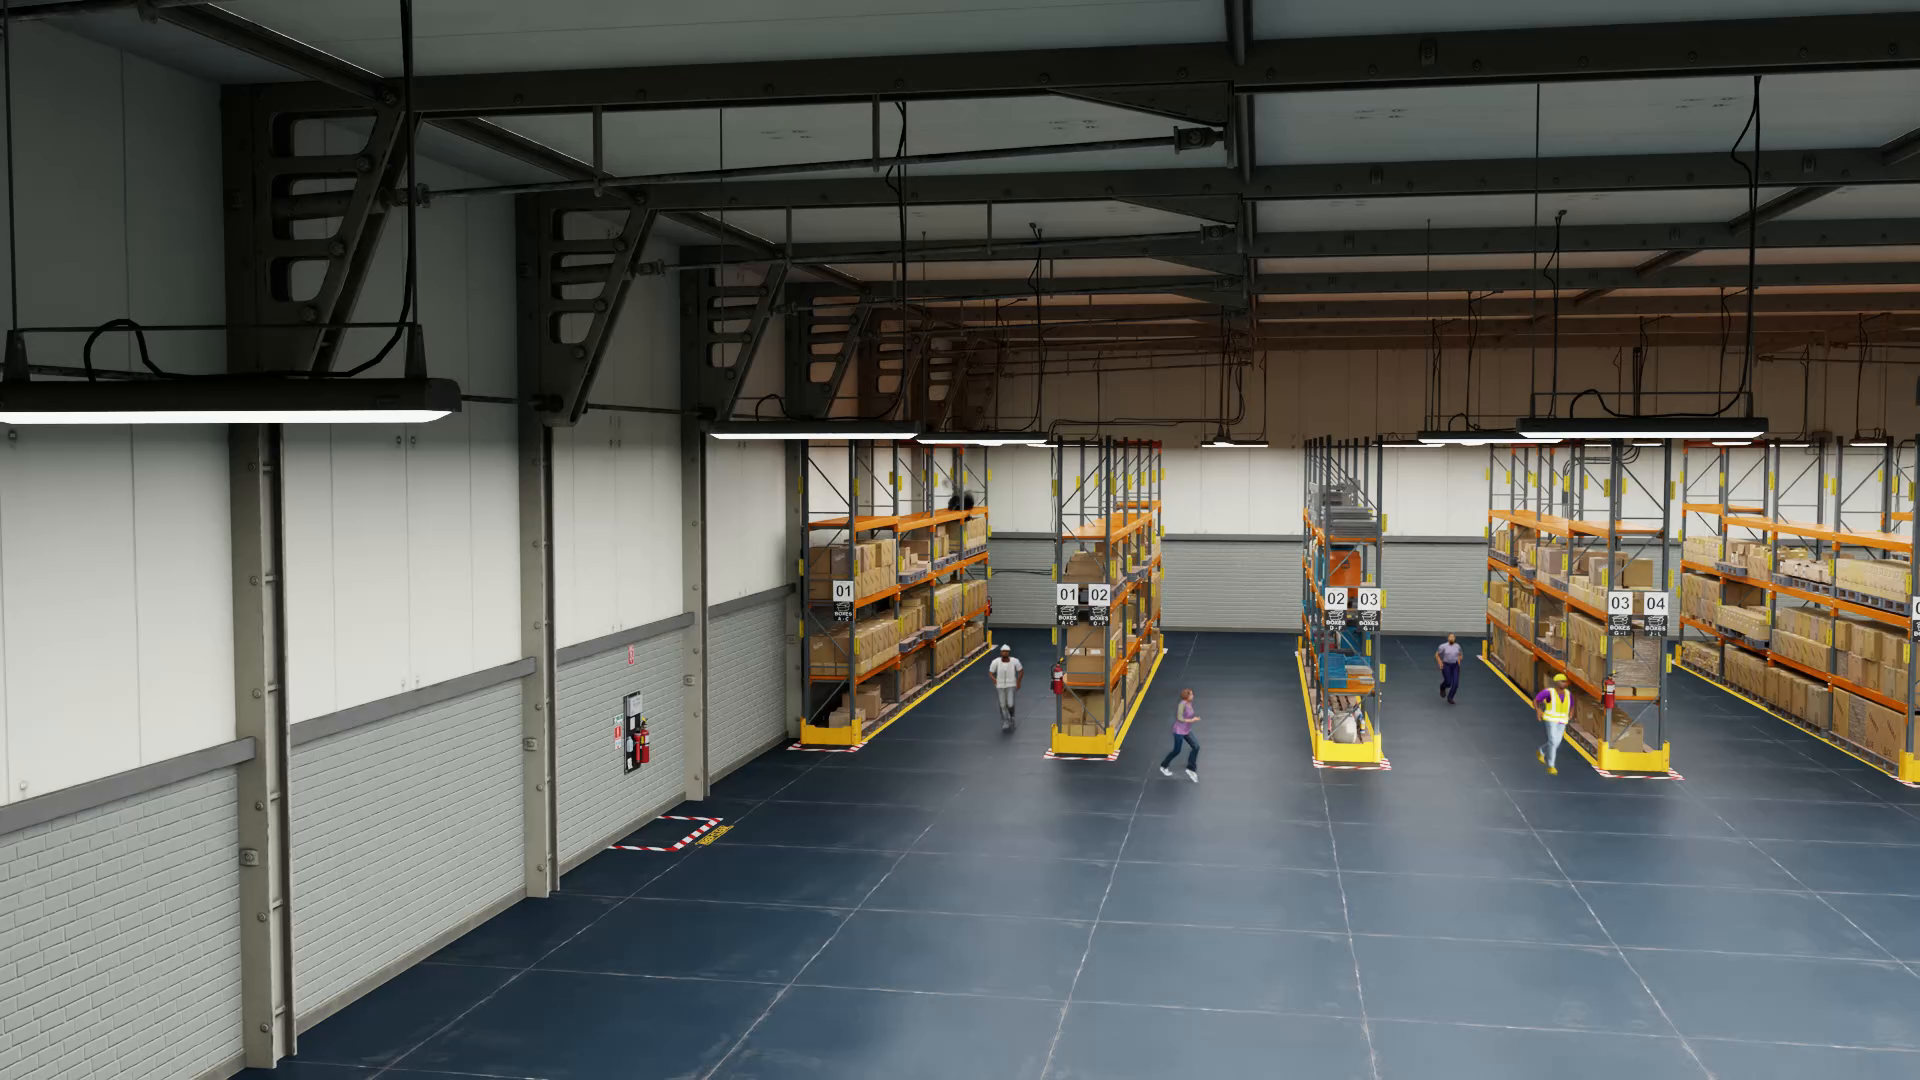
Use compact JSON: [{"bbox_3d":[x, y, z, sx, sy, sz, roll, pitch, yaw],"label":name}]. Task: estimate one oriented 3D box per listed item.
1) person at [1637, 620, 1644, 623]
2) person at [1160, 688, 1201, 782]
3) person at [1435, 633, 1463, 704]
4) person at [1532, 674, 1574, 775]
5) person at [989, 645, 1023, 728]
[{"bbox_3d":[17.986,2.506,44.182,0.625,1.704,0.822,1,3,19],"label":"person"},{"bbox_3d":[3.827,3.418,28.860,0.795,1.521,0.560,2,4,33],"label":"person"},{"bbox_3d":[11.082,2.907,37.592,0.595,1.581,0.549,0,3,-3],"label":"person"},{"bbox_3d":[10.635,3.257,29.720,0.737,1.749,0.871,-1,3,-10],"label":"person"},{"bbox_3d":[0.925,3.008,34.050,0.698,1.723,0.577,0,3,7],"label":"person"}]
